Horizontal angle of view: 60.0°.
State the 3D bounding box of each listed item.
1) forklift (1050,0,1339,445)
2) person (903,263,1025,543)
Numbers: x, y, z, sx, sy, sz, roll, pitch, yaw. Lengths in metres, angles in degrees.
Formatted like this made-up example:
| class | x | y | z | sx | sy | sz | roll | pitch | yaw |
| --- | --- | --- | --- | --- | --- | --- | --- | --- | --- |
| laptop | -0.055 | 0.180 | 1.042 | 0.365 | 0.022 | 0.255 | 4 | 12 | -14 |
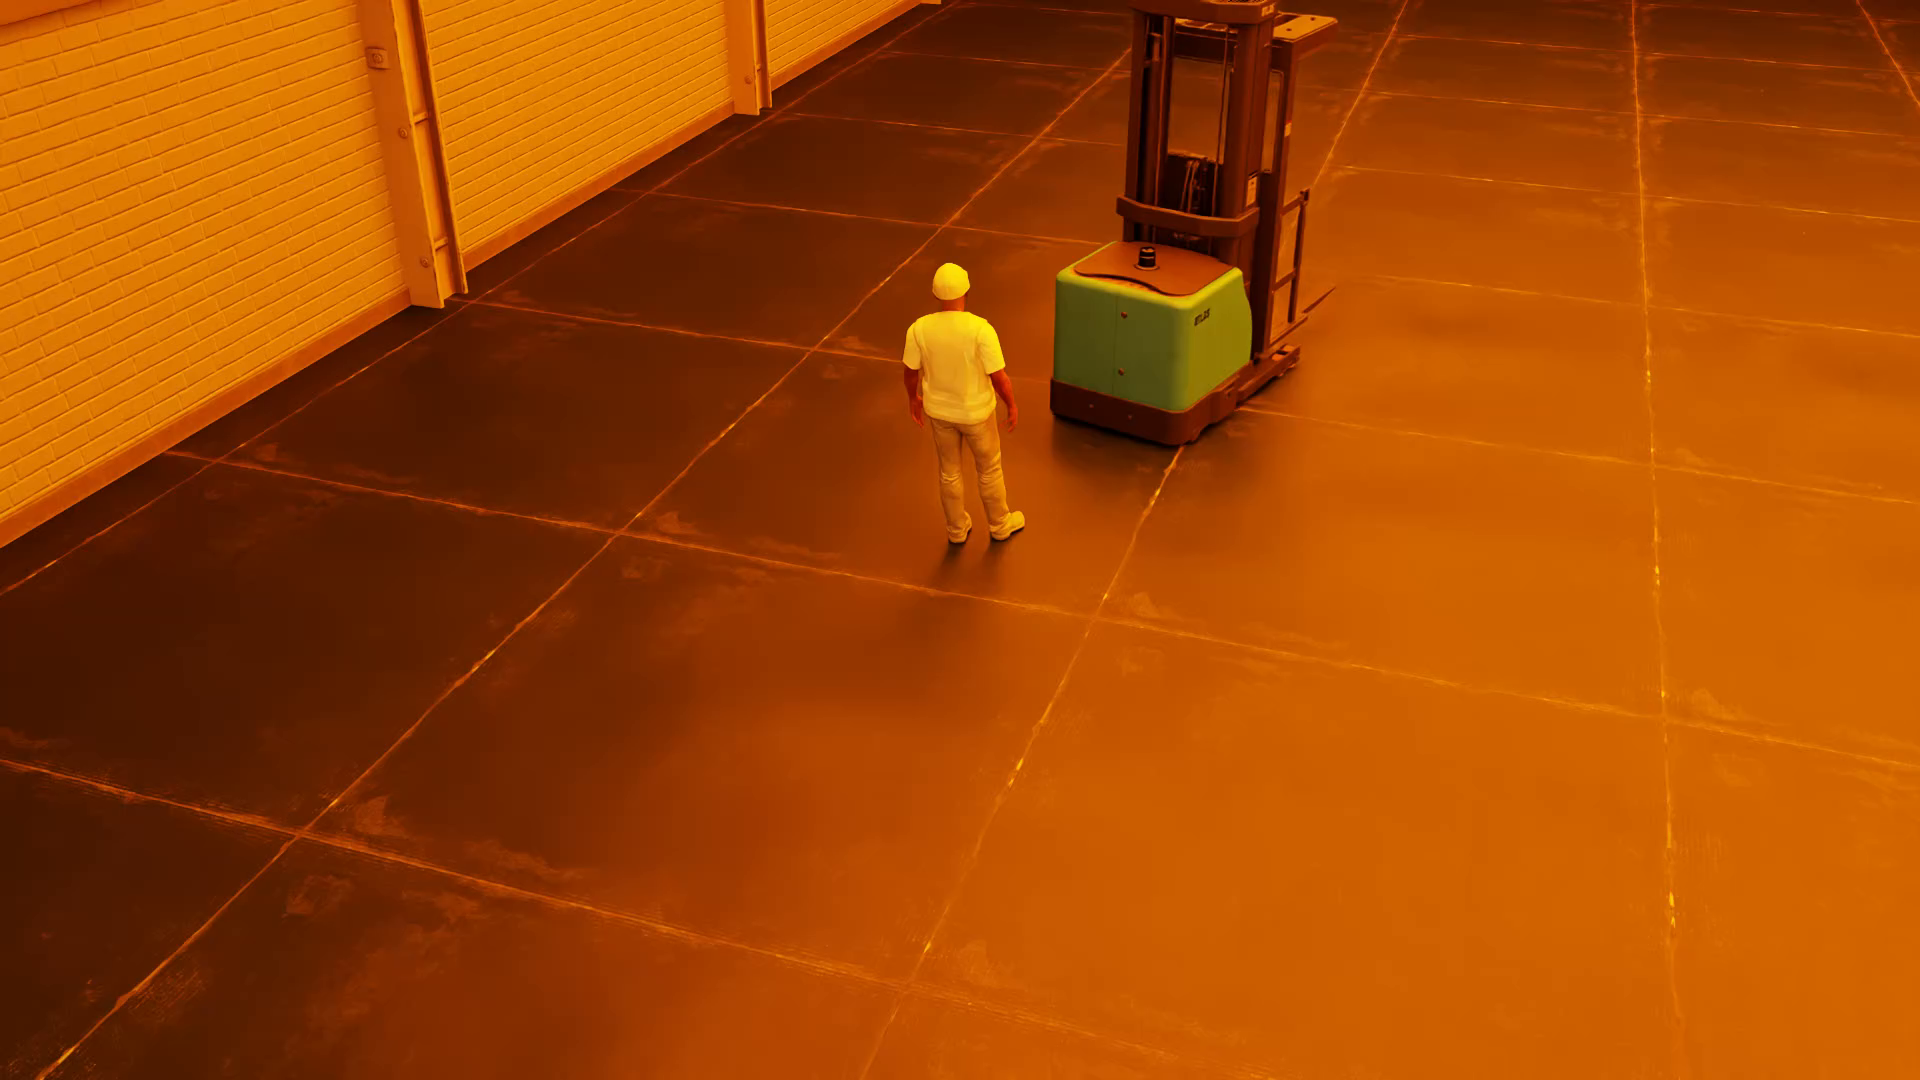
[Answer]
| class | x | y | z | sx | sy | sz | roll | pitch | yaw |
| --- | --- | --- | --- | --- | --- | --- | --- | --- | --- |
| forklift | 1.866 | -2.587 | 11.675 | 1.130 | 2.935 | 3.031 | 19 | 35 | 29 |
| person | 0.029 | -0.805 | 9.710 | 0.665 | 1.765 | 0.577 | 10 | 31 | 16 |
